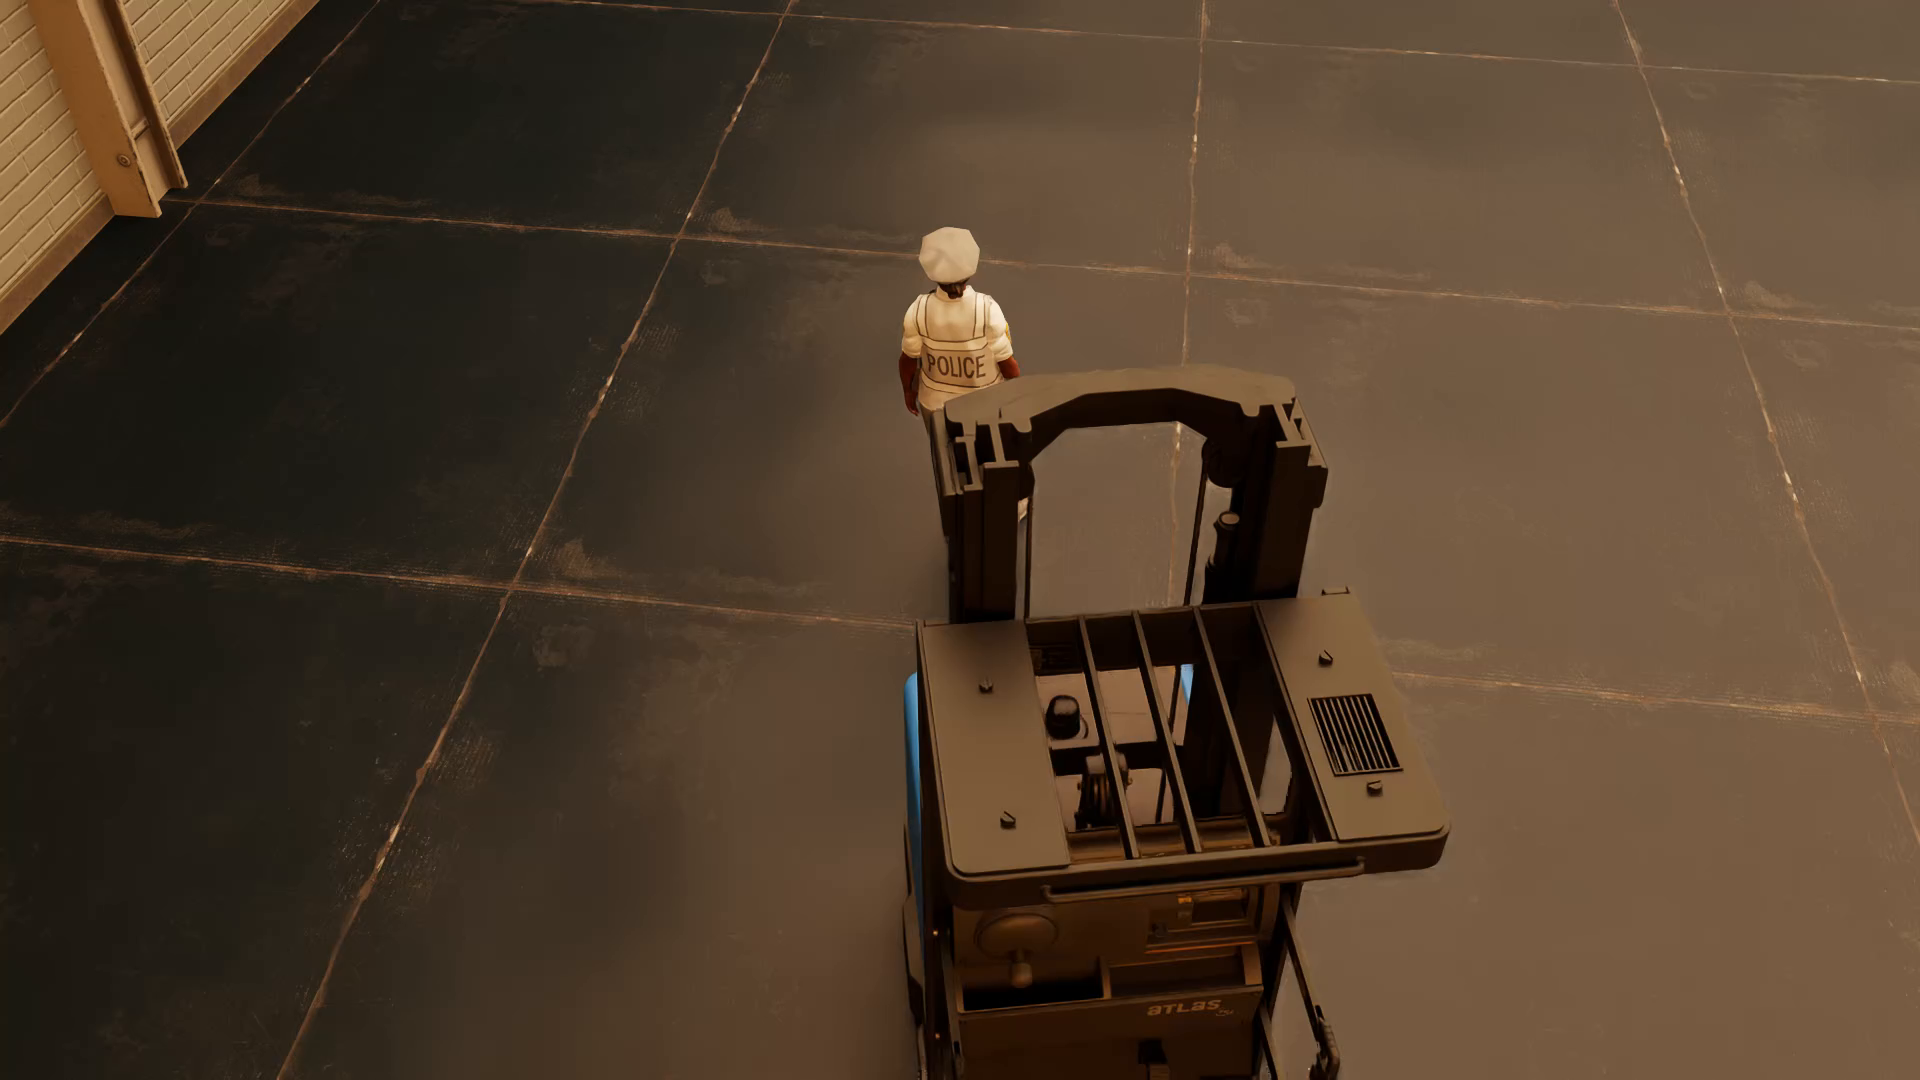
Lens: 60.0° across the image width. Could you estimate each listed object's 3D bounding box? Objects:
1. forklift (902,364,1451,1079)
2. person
[{"bbox_3d":[0.465,1.115,4.511,1.130,2.935,3.031,-4,43,-5],"label":"forklift"},{"bbox_3d":[0.029,-0.677,7.366,0.570,1.694,0.528,5,43,6],"label":"person"}]
